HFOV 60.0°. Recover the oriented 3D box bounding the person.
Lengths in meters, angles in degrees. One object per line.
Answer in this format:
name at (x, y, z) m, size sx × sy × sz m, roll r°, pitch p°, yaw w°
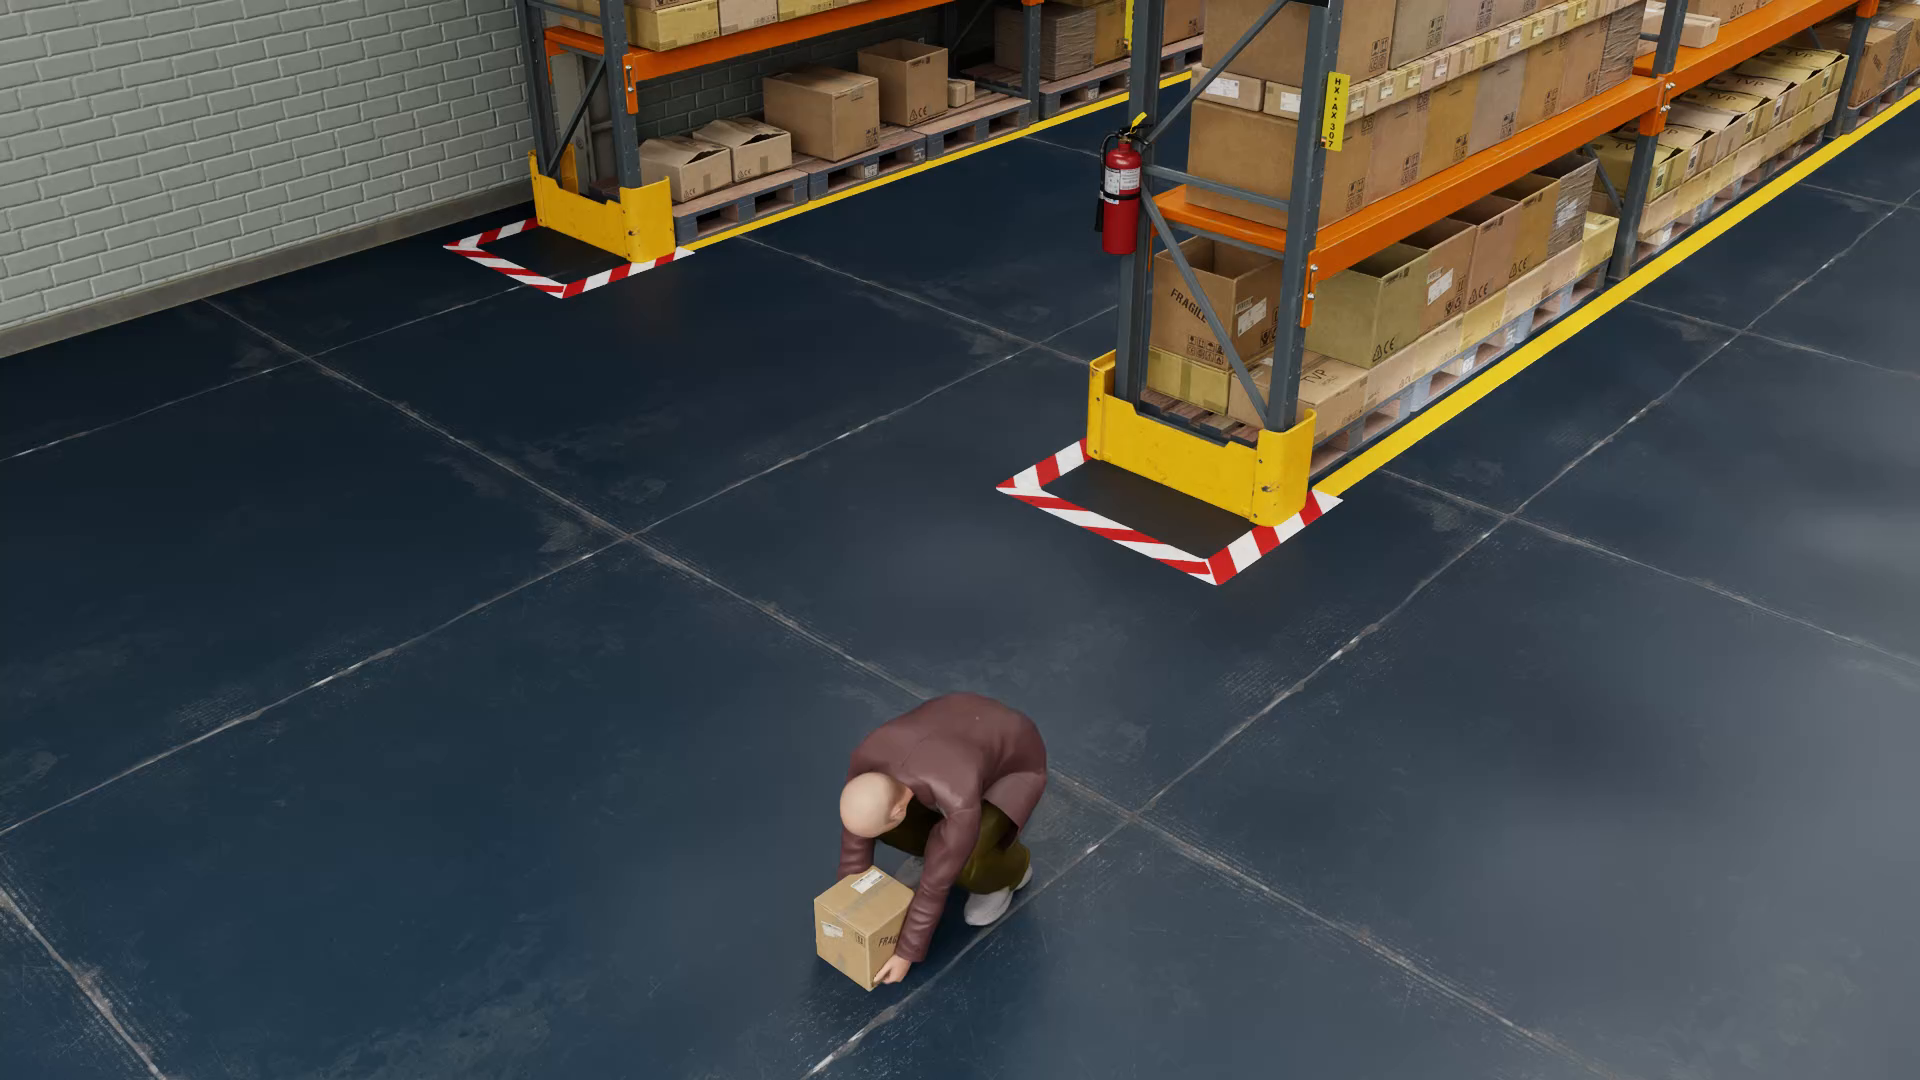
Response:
person at (-0.074, 0.939, 5.583) m, size 0.575 × 0.821 × 0.925 m, roll 24°, pitch 38°, yaw 34°
